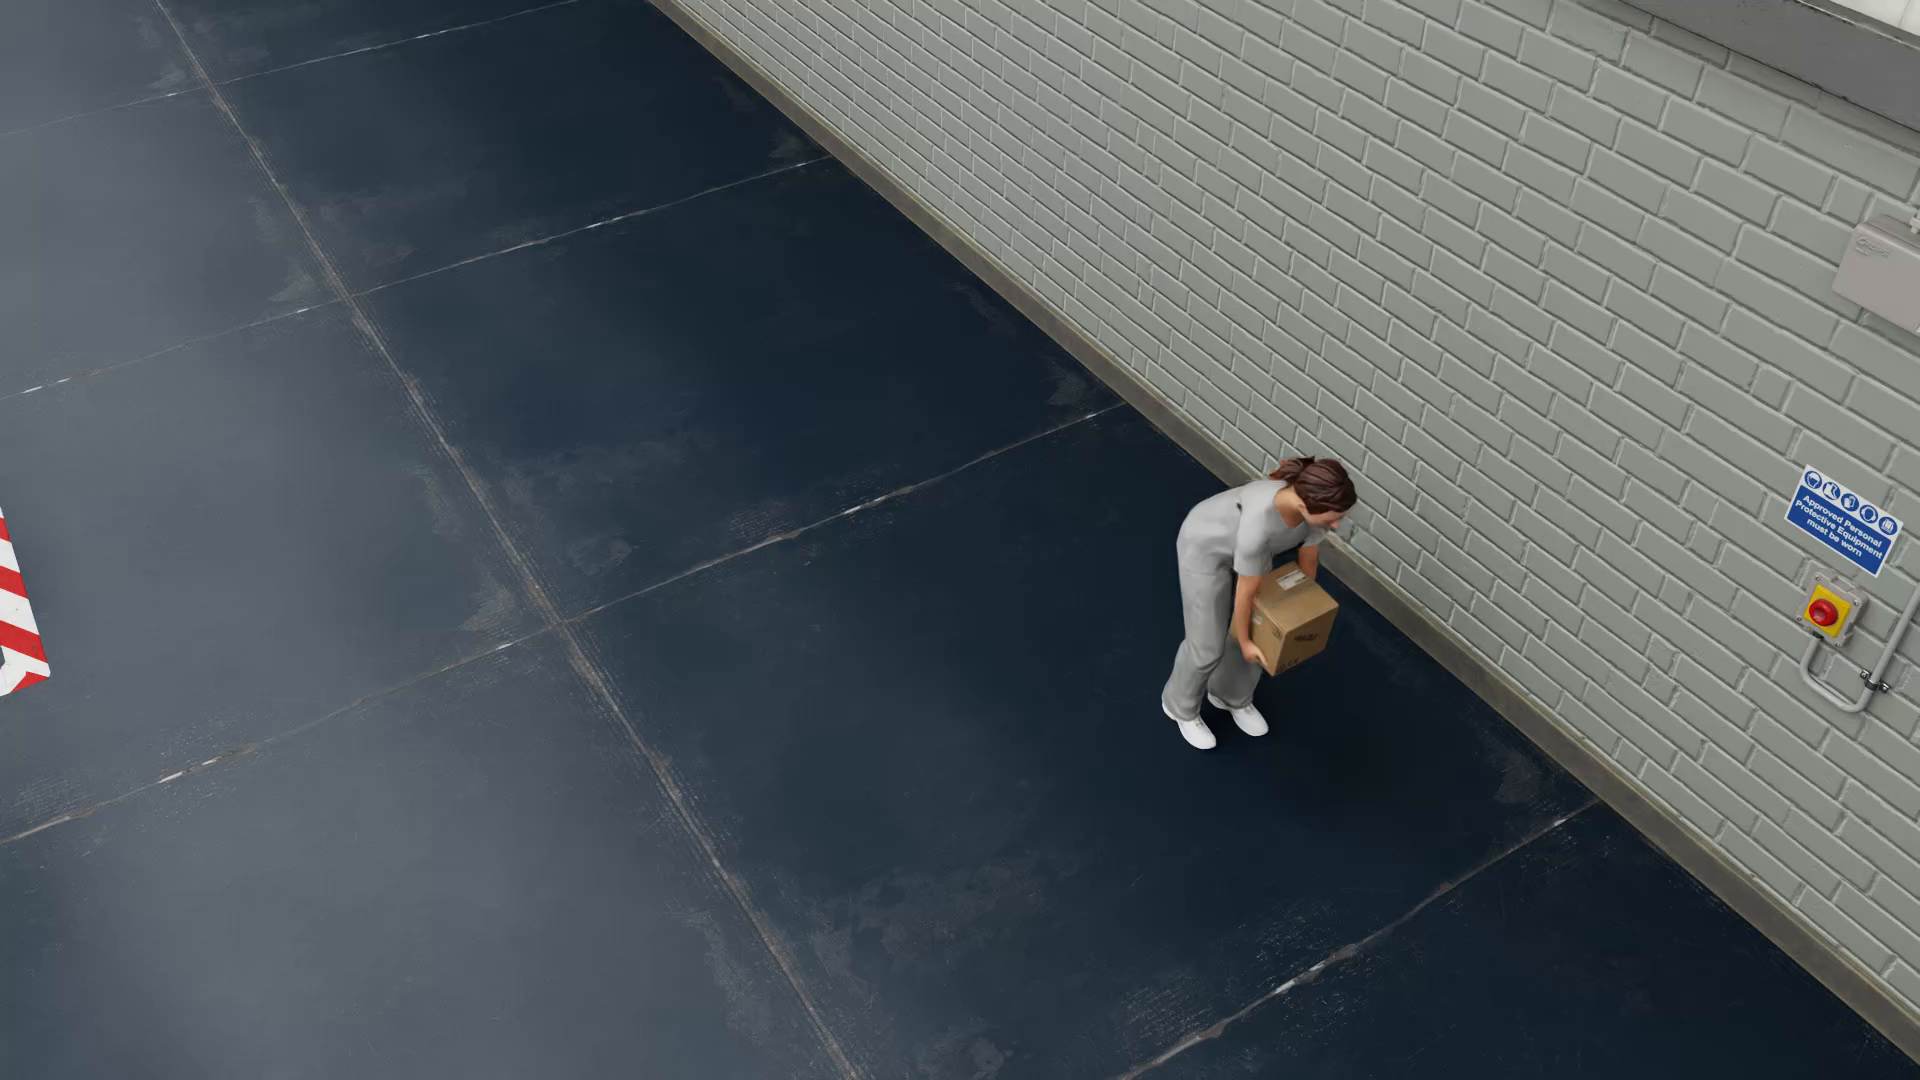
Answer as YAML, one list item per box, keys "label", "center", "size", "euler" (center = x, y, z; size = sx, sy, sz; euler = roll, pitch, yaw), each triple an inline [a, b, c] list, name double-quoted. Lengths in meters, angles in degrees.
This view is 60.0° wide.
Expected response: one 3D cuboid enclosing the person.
- label: "person"
  center: [1.079, 0.205, 6.054]
  size: [0.406, 1.509, 0.672]
  euler: [-24, 46, -25]
